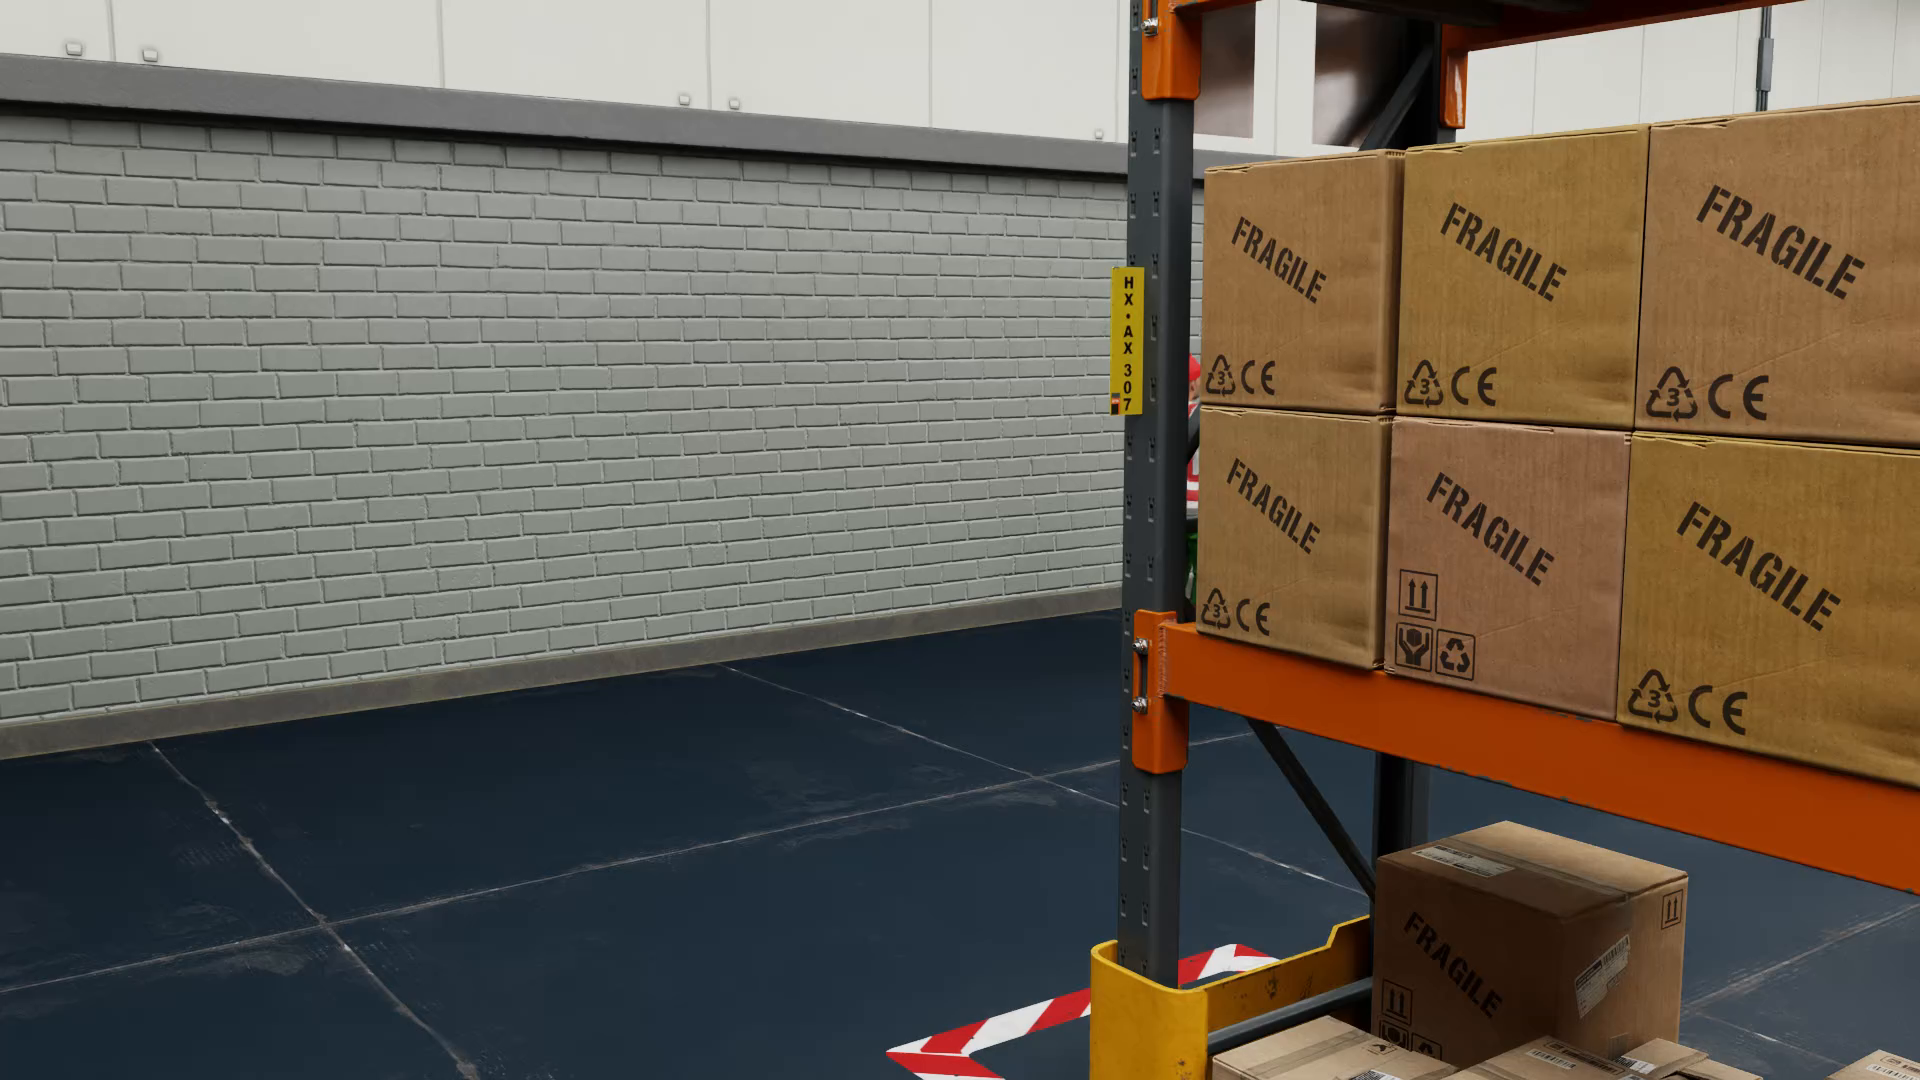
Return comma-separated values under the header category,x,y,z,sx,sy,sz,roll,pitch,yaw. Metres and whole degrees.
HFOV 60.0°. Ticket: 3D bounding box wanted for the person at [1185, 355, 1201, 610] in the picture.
category,x,y,z,sx,sy,sz,roll,pitch,yaw
person,1.375,-0.176,9.528,0.554,1.784,0.494,-5,9,-35
